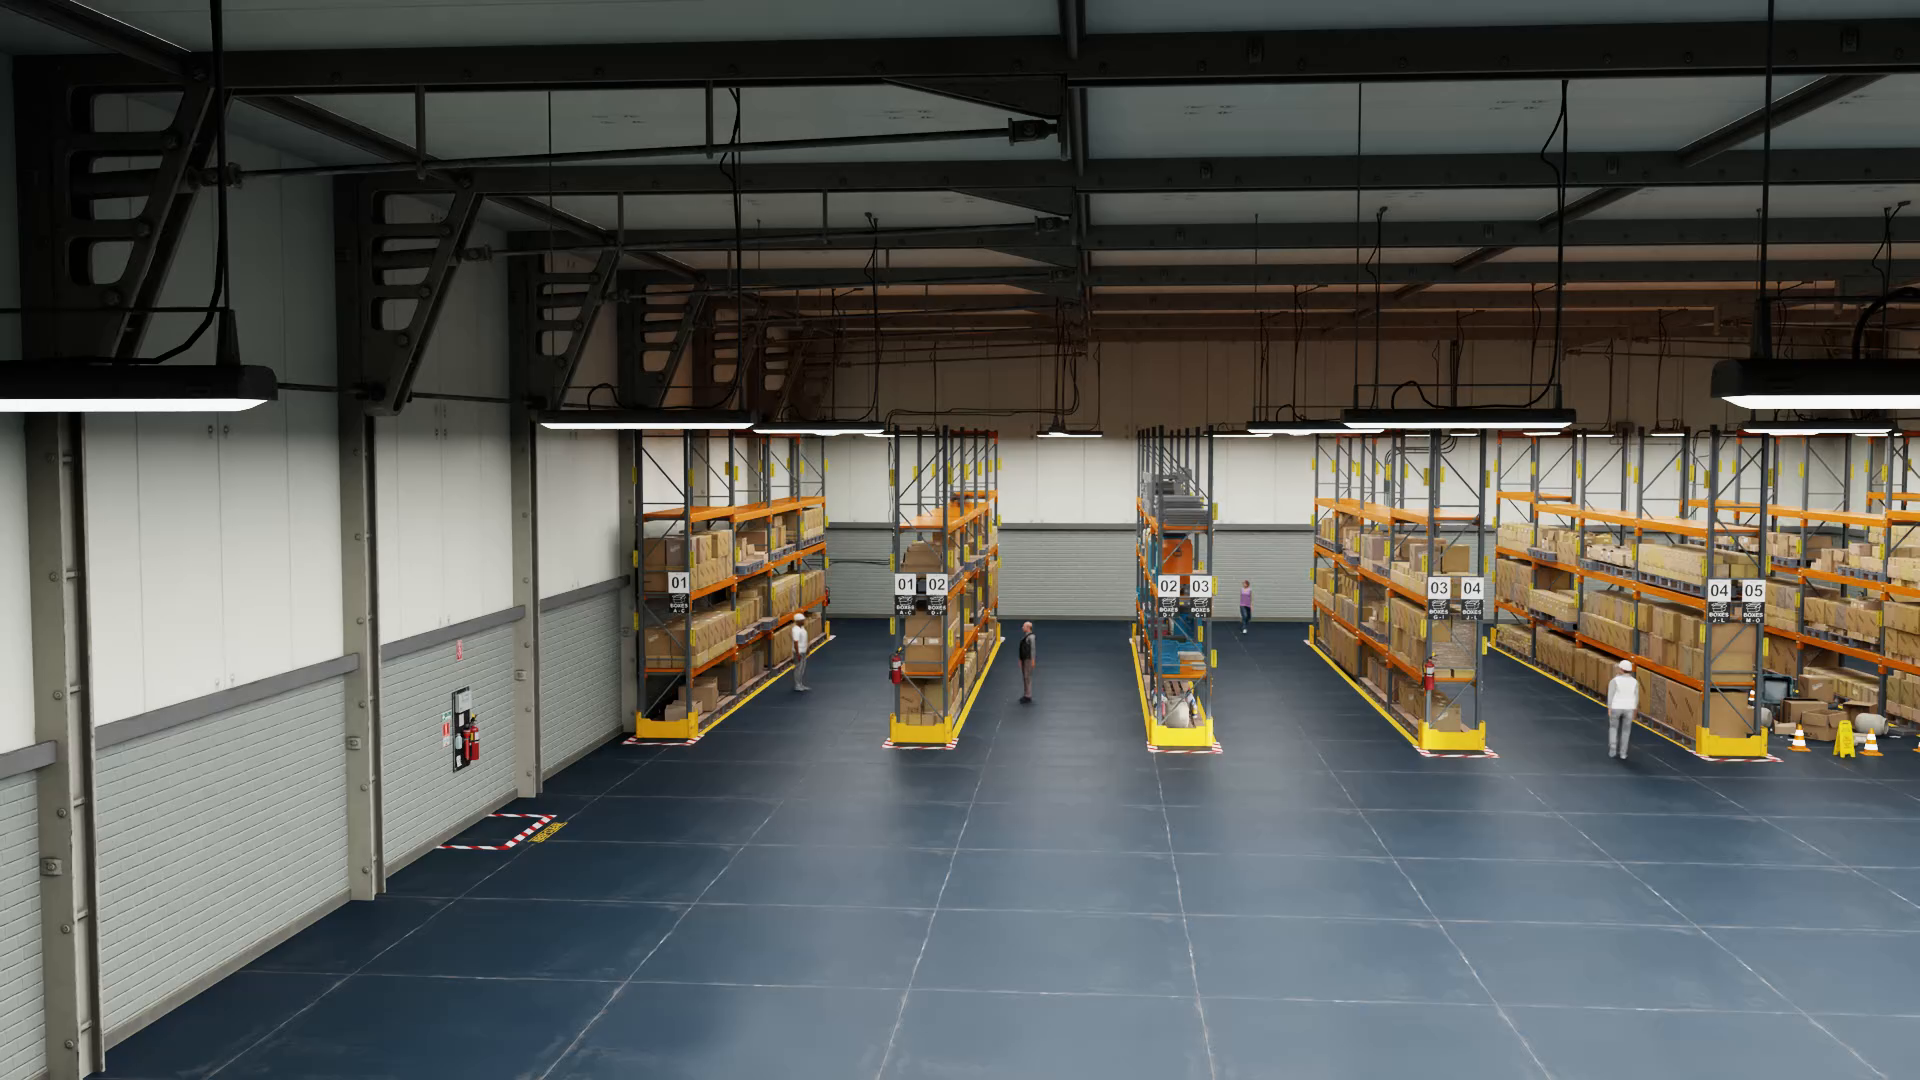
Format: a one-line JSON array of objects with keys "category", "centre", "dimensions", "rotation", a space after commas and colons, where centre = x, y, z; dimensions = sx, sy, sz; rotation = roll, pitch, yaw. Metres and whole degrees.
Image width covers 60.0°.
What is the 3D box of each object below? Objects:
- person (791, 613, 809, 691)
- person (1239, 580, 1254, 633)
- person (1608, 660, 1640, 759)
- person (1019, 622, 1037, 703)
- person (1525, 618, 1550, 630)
[{"category": "person", "centre": [-3.662, 2.554, 37.990], "dimensions": [0.358, 1.768, 0.622], "rotation": [1, 4, 14]}, {"category": "person", "centre": [8.489, 1.959, 49.390], "dimensions": [0.409, 1.568, 0.741], "rotation": [0, 3, -3]}, {"category": "person", "centre": [11.872, 3.033, 29.767], "dimensions": [0.499, 1.766, 0.526], "rotation": [2, 4, 32]}, {"category": "person", "centre": [1.445, 2.669, 36.481], "dimensions": [0.452, 1.734, 0.639], "rotation": [-1, 4, -13]}, {"category": "person", "centre": [16.448, 2.004, 47.384], "dimensions": [1.029, 1.750, 0.570], "rotation": [0, 3, -5]}]
